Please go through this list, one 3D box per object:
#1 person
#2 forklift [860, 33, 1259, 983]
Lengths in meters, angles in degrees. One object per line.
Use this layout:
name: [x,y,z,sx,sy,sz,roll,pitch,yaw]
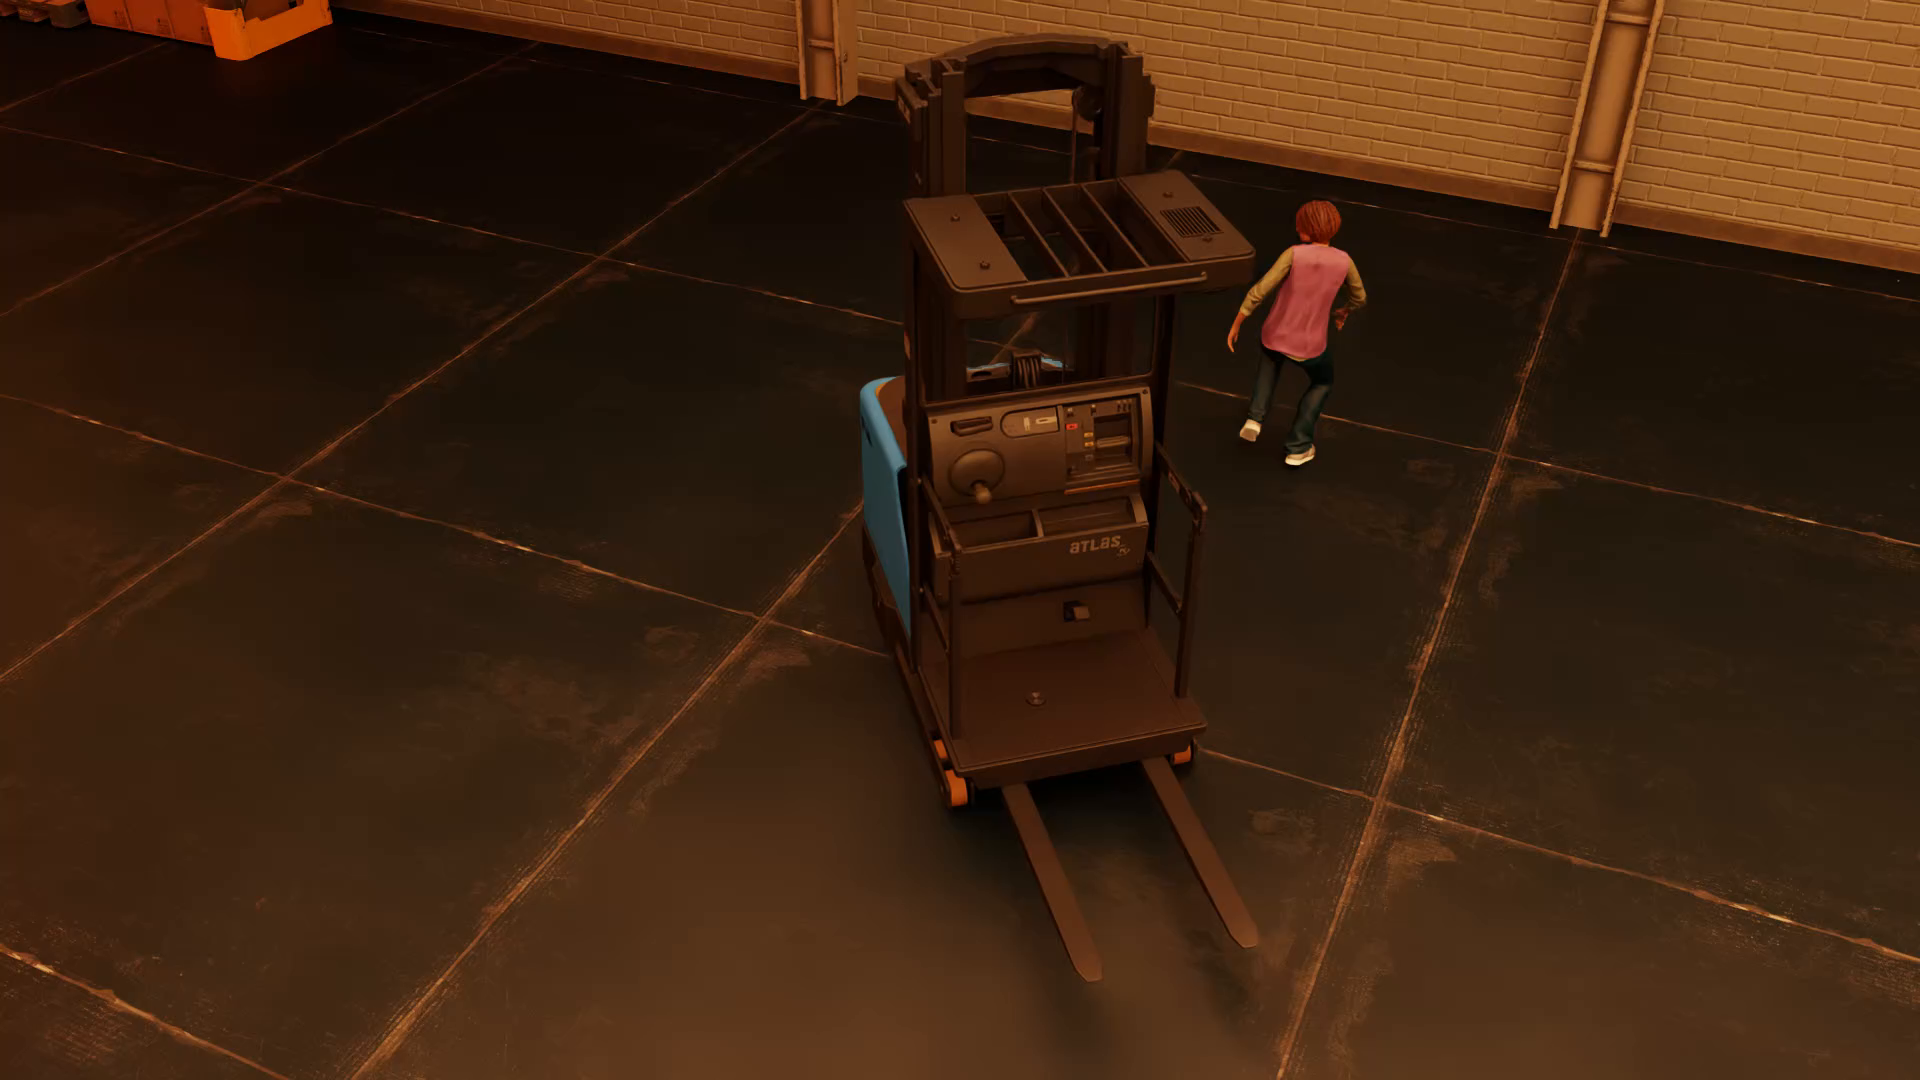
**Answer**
person: [1.797,-1.102,8.863,0.648,1.514,0.580,12,37,17]
forklift: [0.388,-0.317,6.531,1.130,2.935,3.031,-9,36,-12]
